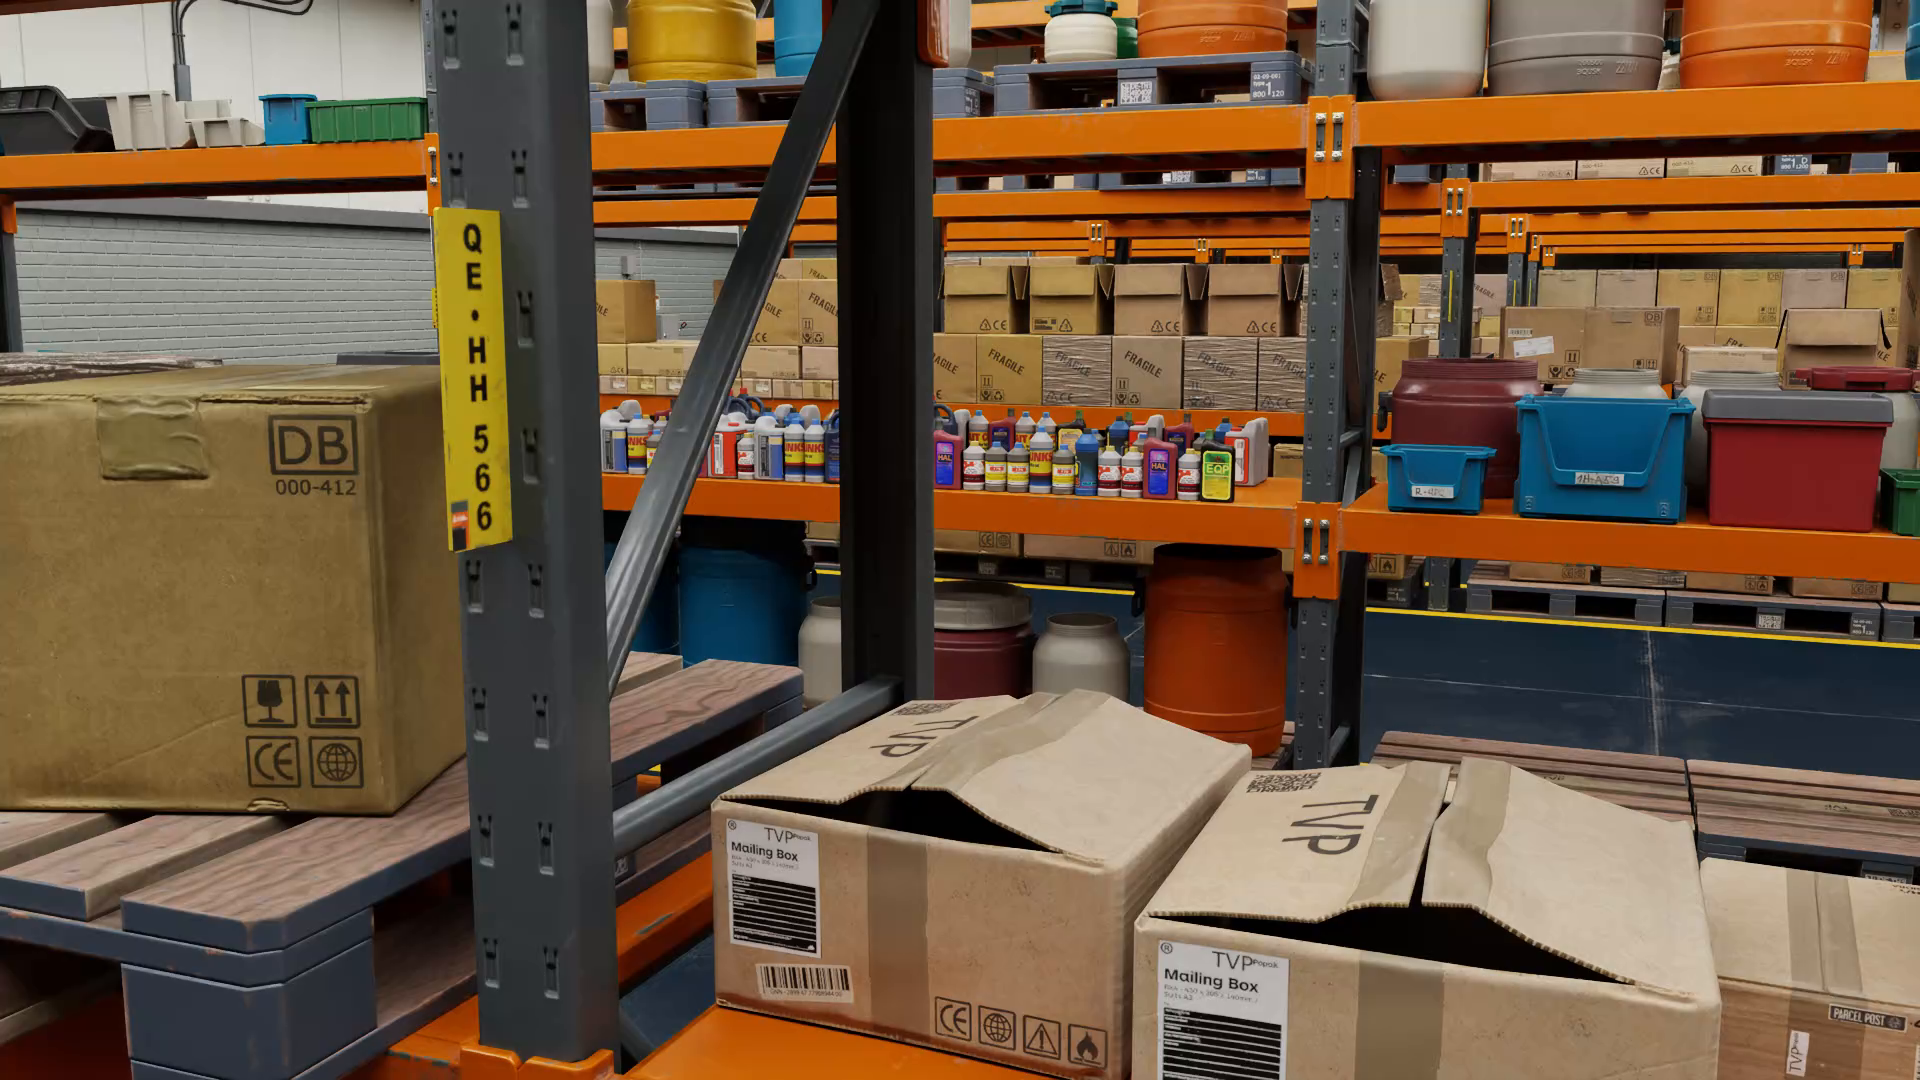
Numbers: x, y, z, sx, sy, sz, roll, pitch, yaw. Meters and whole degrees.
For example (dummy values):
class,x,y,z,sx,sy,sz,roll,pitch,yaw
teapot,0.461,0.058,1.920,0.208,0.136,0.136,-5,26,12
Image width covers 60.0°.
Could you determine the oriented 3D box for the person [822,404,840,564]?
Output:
class,x,y,z,sx,sy,sz,roll,pitch,yaw
person,-0.486,-0.177,9.392,0.561,1.794,0.498,1,9,4
